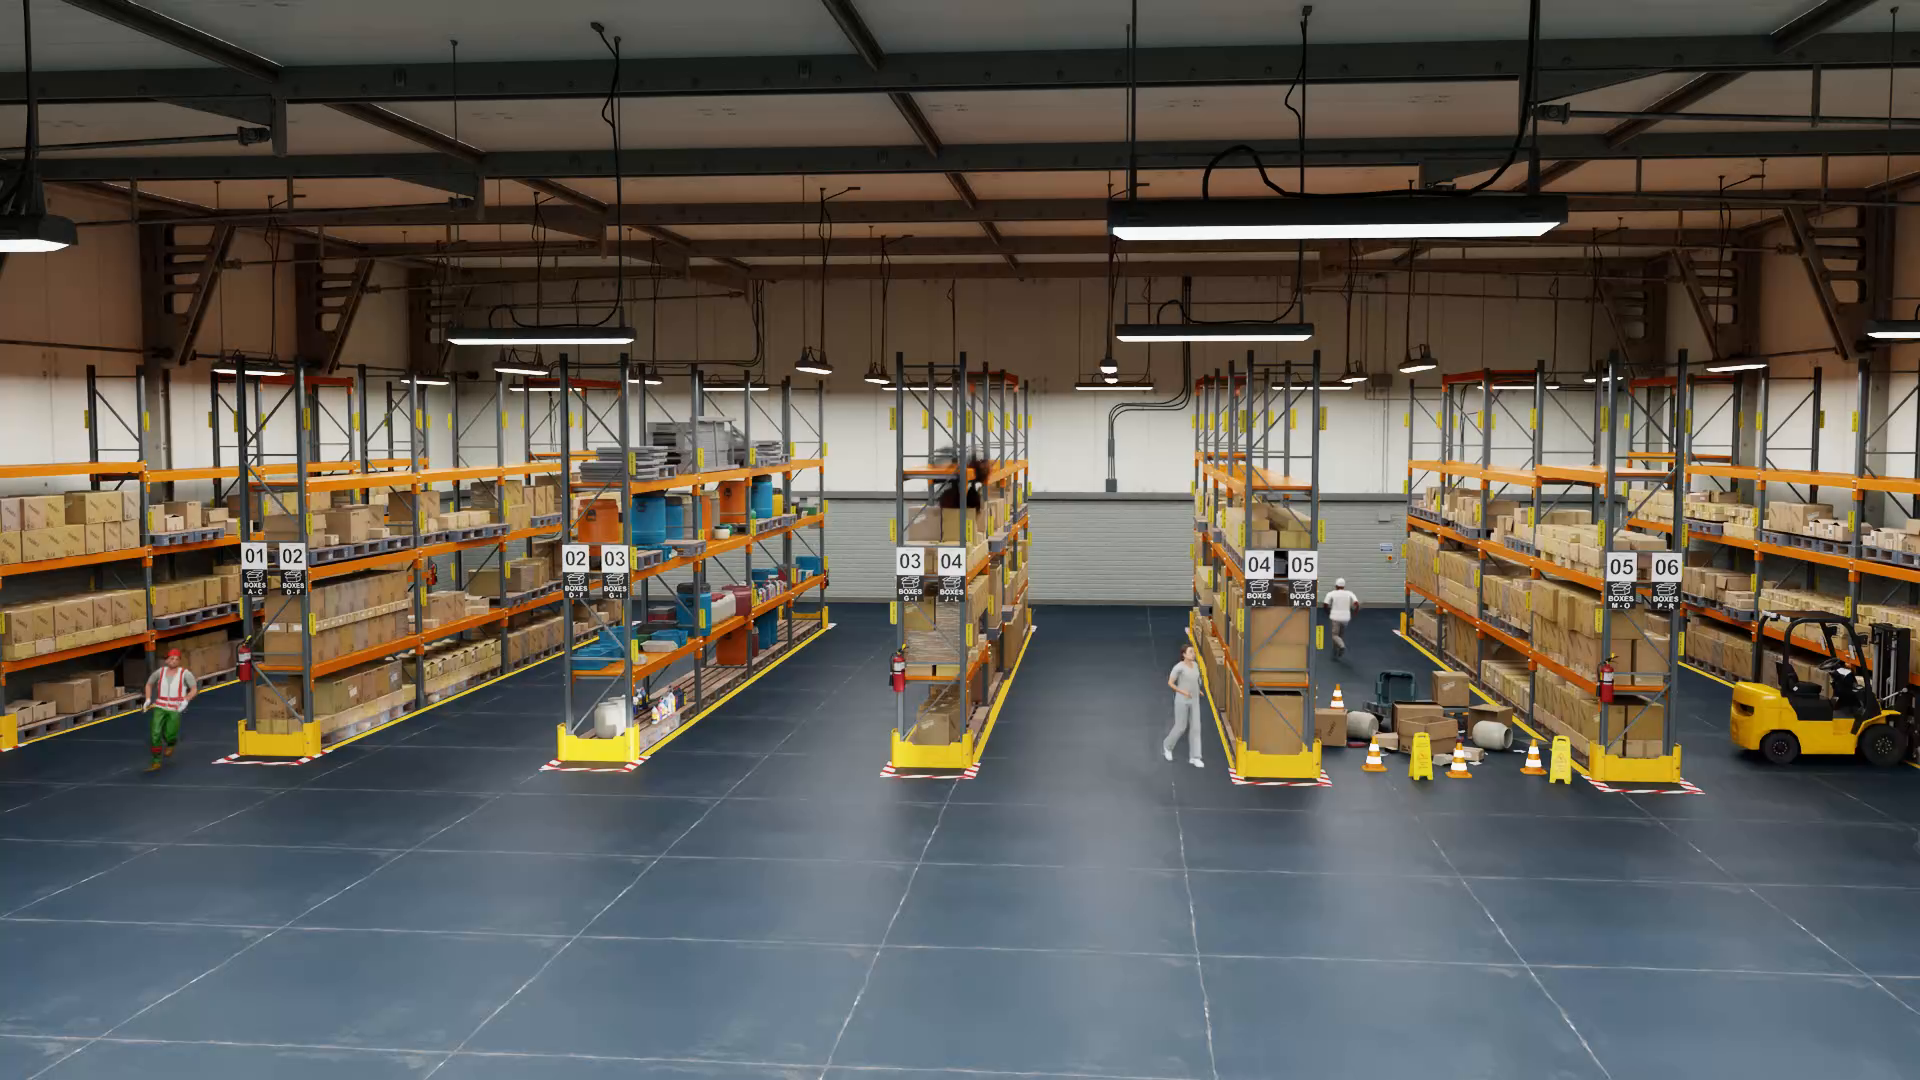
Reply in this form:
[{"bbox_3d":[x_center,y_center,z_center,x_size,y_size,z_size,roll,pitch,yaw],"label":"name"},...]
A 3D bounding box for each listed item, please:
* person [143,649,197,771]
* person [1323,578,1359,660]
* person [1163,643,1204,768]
[{"bbox_3d":[-11.441,2.437,24.116,0.703,1.728,0.660,-1,4,-11],"label":"person"},{"bbox_3d":[7.929,1.676,34.706,0.726,1.750,0.911,0,4,-1],"label":"person"},{"bbox_3d":[3.154,2.260,22.969,0.599,1.655,0.895,-2,5,-29],"label":"person"}]
